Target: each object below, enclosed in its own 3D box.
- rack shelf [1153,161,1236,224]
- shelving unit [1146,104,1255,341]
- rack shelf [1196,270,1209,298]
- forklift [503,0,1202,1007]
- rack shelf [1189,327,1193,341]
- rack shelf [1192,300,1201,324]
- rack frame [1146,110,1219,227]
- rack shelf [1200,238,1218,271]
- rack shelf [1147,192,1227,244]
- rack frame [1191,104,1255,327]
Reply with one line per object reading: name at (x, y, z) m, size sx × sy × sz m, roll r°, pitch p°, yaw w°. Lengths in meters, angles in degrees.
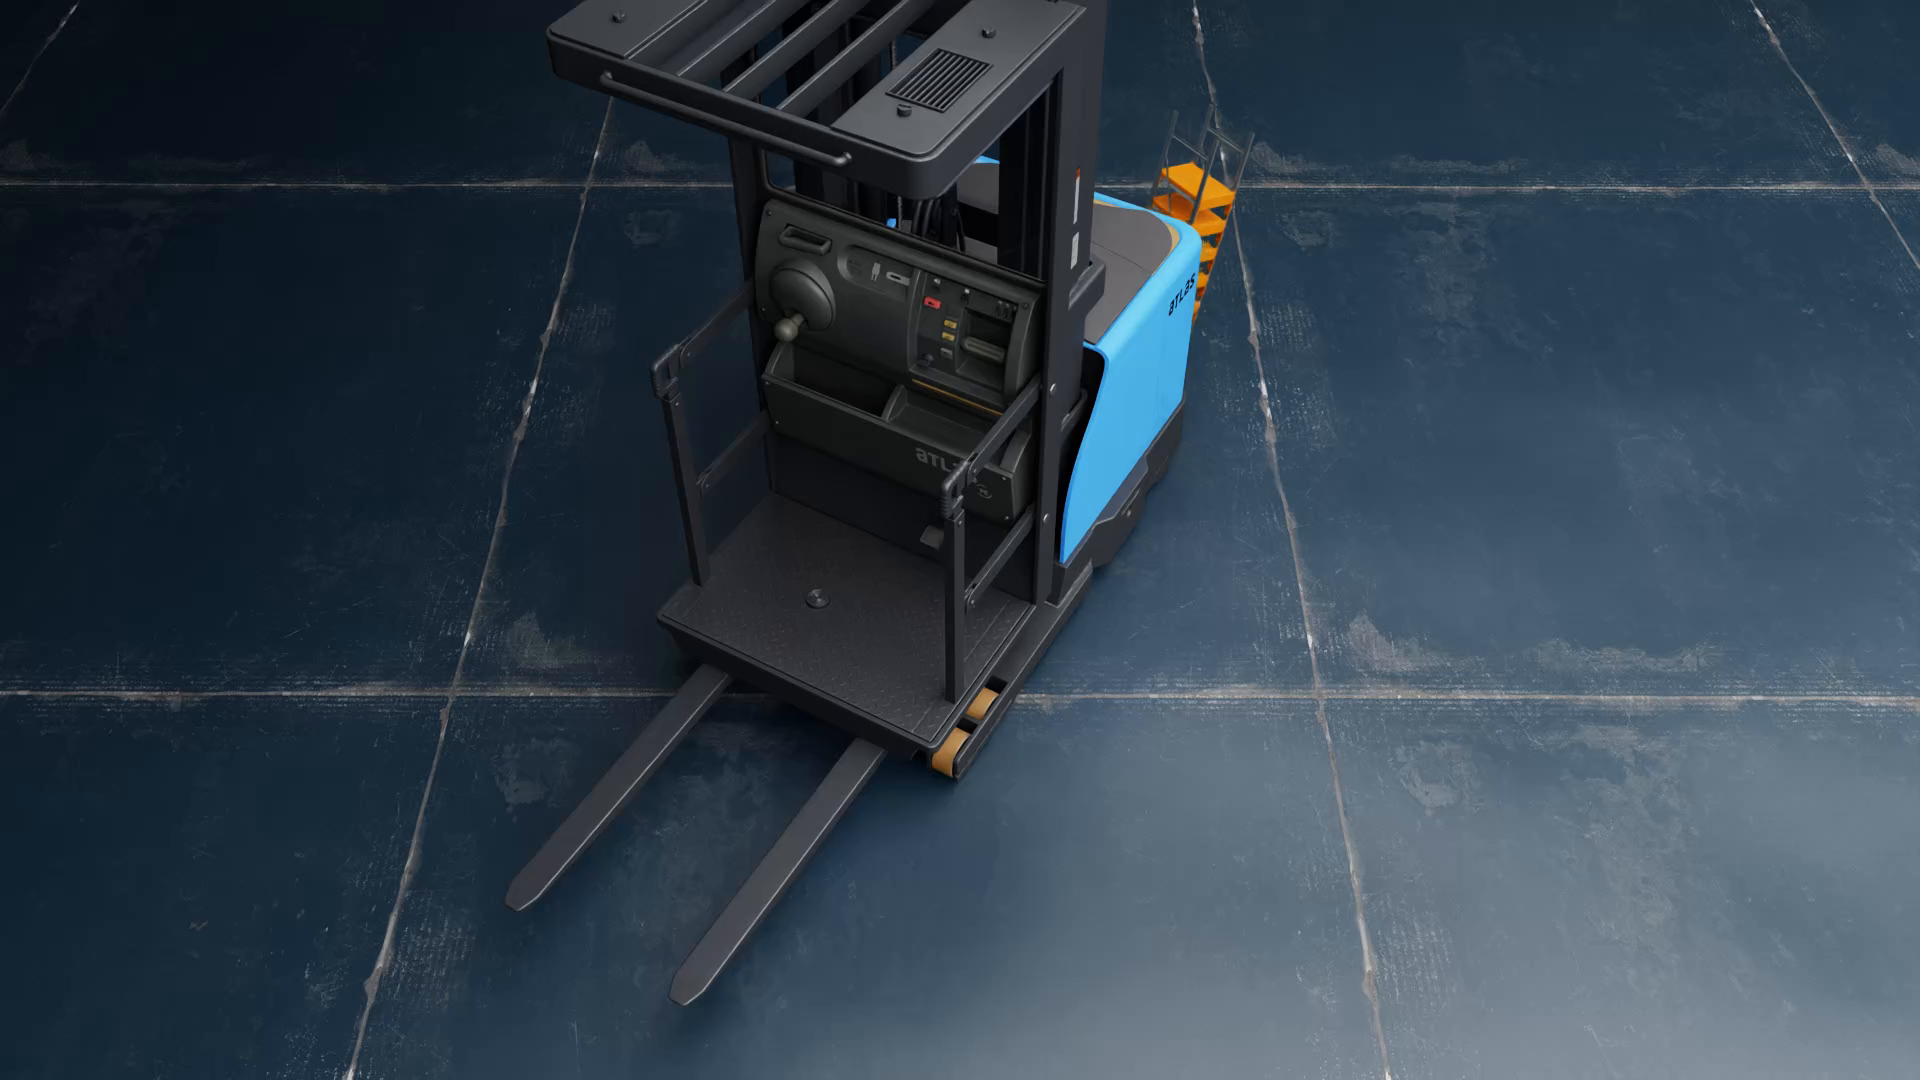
rack shelf at (0.871, -1.300, 6.209) m, size 0.180 × 0.103 × 0.258 m, roll -19°, pitch 49°, yaw -33°
shelving unit at (0.814, -1.061, 6.408) m, size 0.189 × 1.200 × 0.258 m, roll -19°, pitch 49°, yaw -33°
rack shelf at (0.806, -1.028, 6.436) m, size 0.180 × 0.103 × 0.258 m, roll -19°, pitch 49°, yaw -33°
forklift at (-0.312, -0.604, 4.810) m, size 1.130 × 2.935 × 3.031 m, roll 23°, pitch 51°, yaw 20°
rack shelf at (0.763, -0.846, 6.587) m, size 0.180 × 0.103 × 0.258 m, roll -19°, pitch 49°, yaw -33°
rack shelf at (0.784, -0.937, 6.511) m, size 0.180 × 0.103 × 0.258 m, roll -19°, pitch 49°, yaw -33°
rack frame at (0.742, -1.037, 6.357) m, size 0.006 × 1.200 × 0.240 m, roll -19°, pitch 49°, yaw -33°
rack shelf at (0.828, -1.119, 6.360) m, size 0.180 × 0.103 × 0.258 m, roll -19°, pitch 49°, yaw -33°
rack shelf at (0.849, -1.209, 6.285) m, size 0.180 × 0.103 × 0.258 m, roll -19°, pitch 49°, yaw -33°
rack frame at (0.886, -1.086, 6.458) m, size 0.006 × 1.200 × 0.240 m, roll -19°, pitch 49°, yaw -33°
